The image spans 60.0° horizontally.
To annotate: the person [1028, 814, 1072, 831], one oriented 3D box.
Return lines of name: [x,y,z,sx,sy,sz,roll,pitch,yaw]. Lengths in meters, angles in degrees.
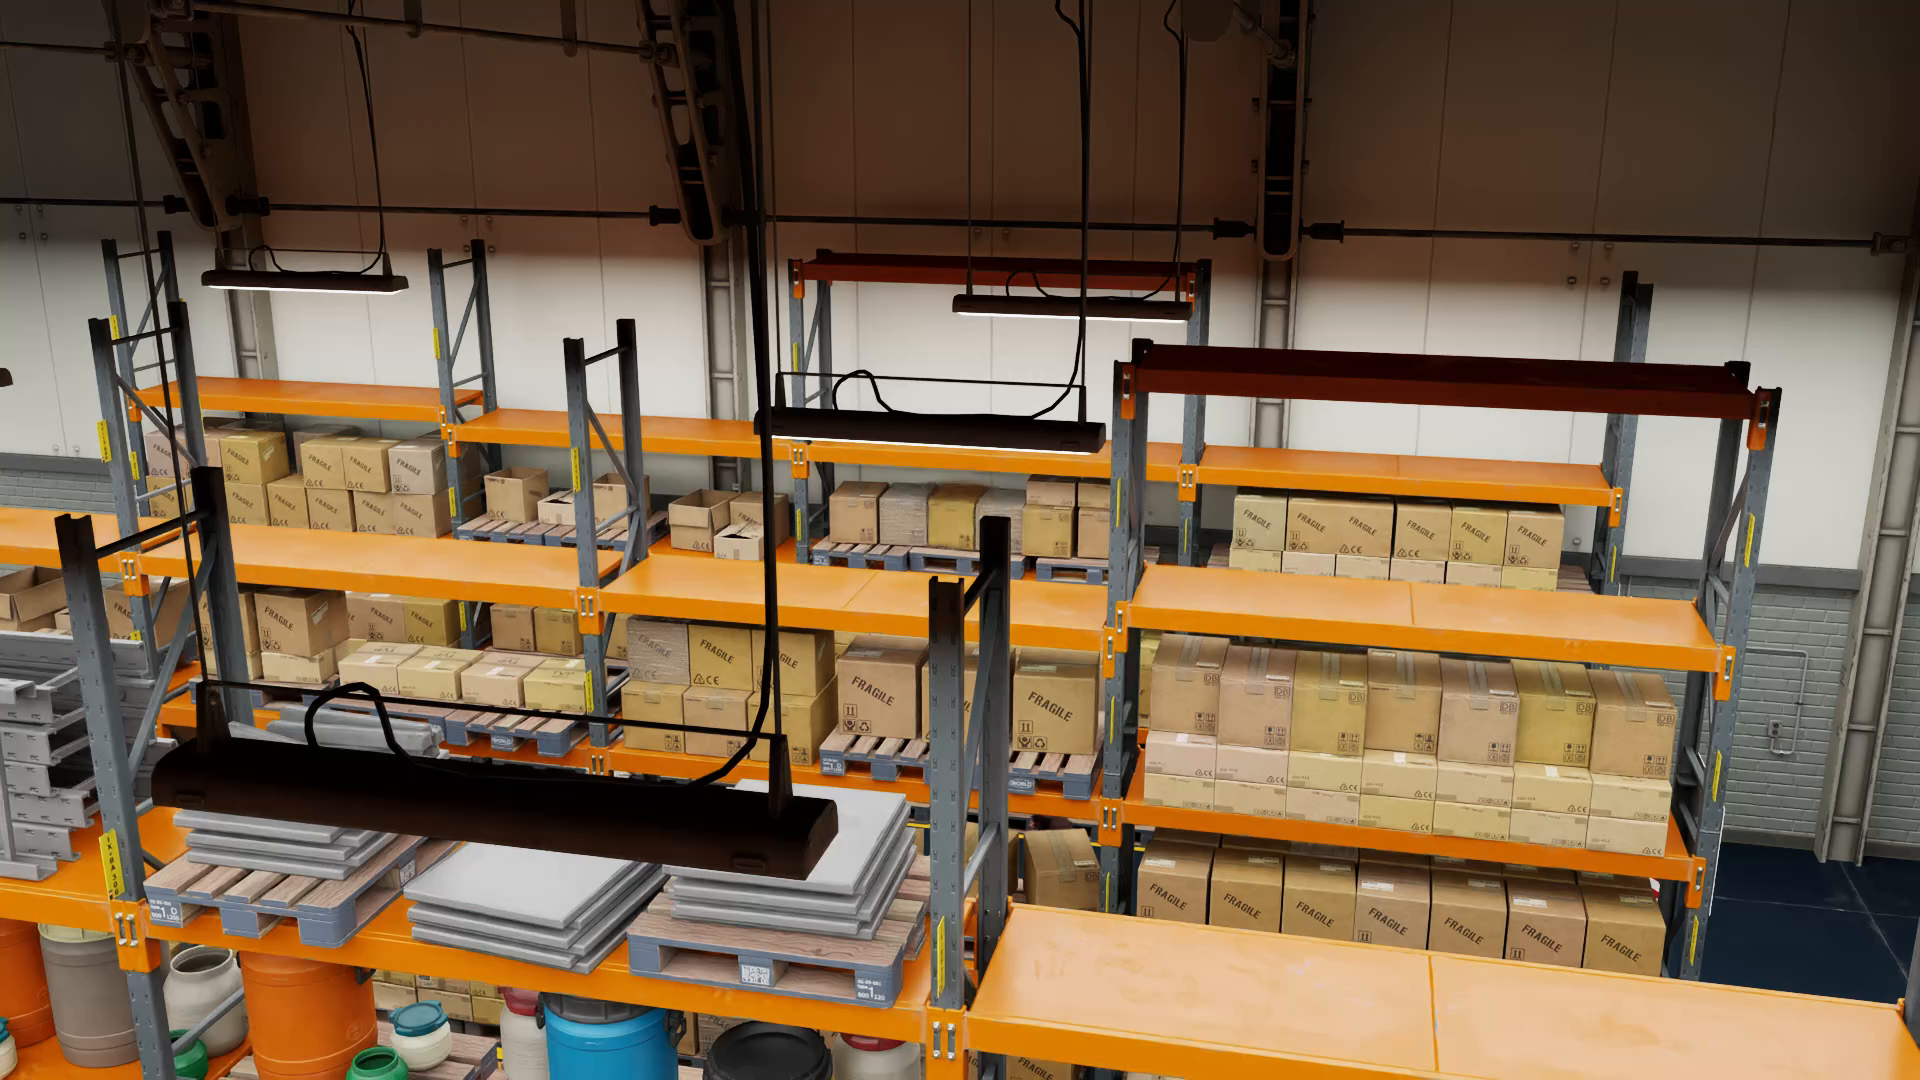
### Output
person: [0.895,2.780,15.483,0.643,1.670,0.753,6,17,20]

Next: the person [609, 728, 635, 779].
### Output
person: [-3.422,2.534,16.215,0.505,1.568,0.534,7,18,23]
